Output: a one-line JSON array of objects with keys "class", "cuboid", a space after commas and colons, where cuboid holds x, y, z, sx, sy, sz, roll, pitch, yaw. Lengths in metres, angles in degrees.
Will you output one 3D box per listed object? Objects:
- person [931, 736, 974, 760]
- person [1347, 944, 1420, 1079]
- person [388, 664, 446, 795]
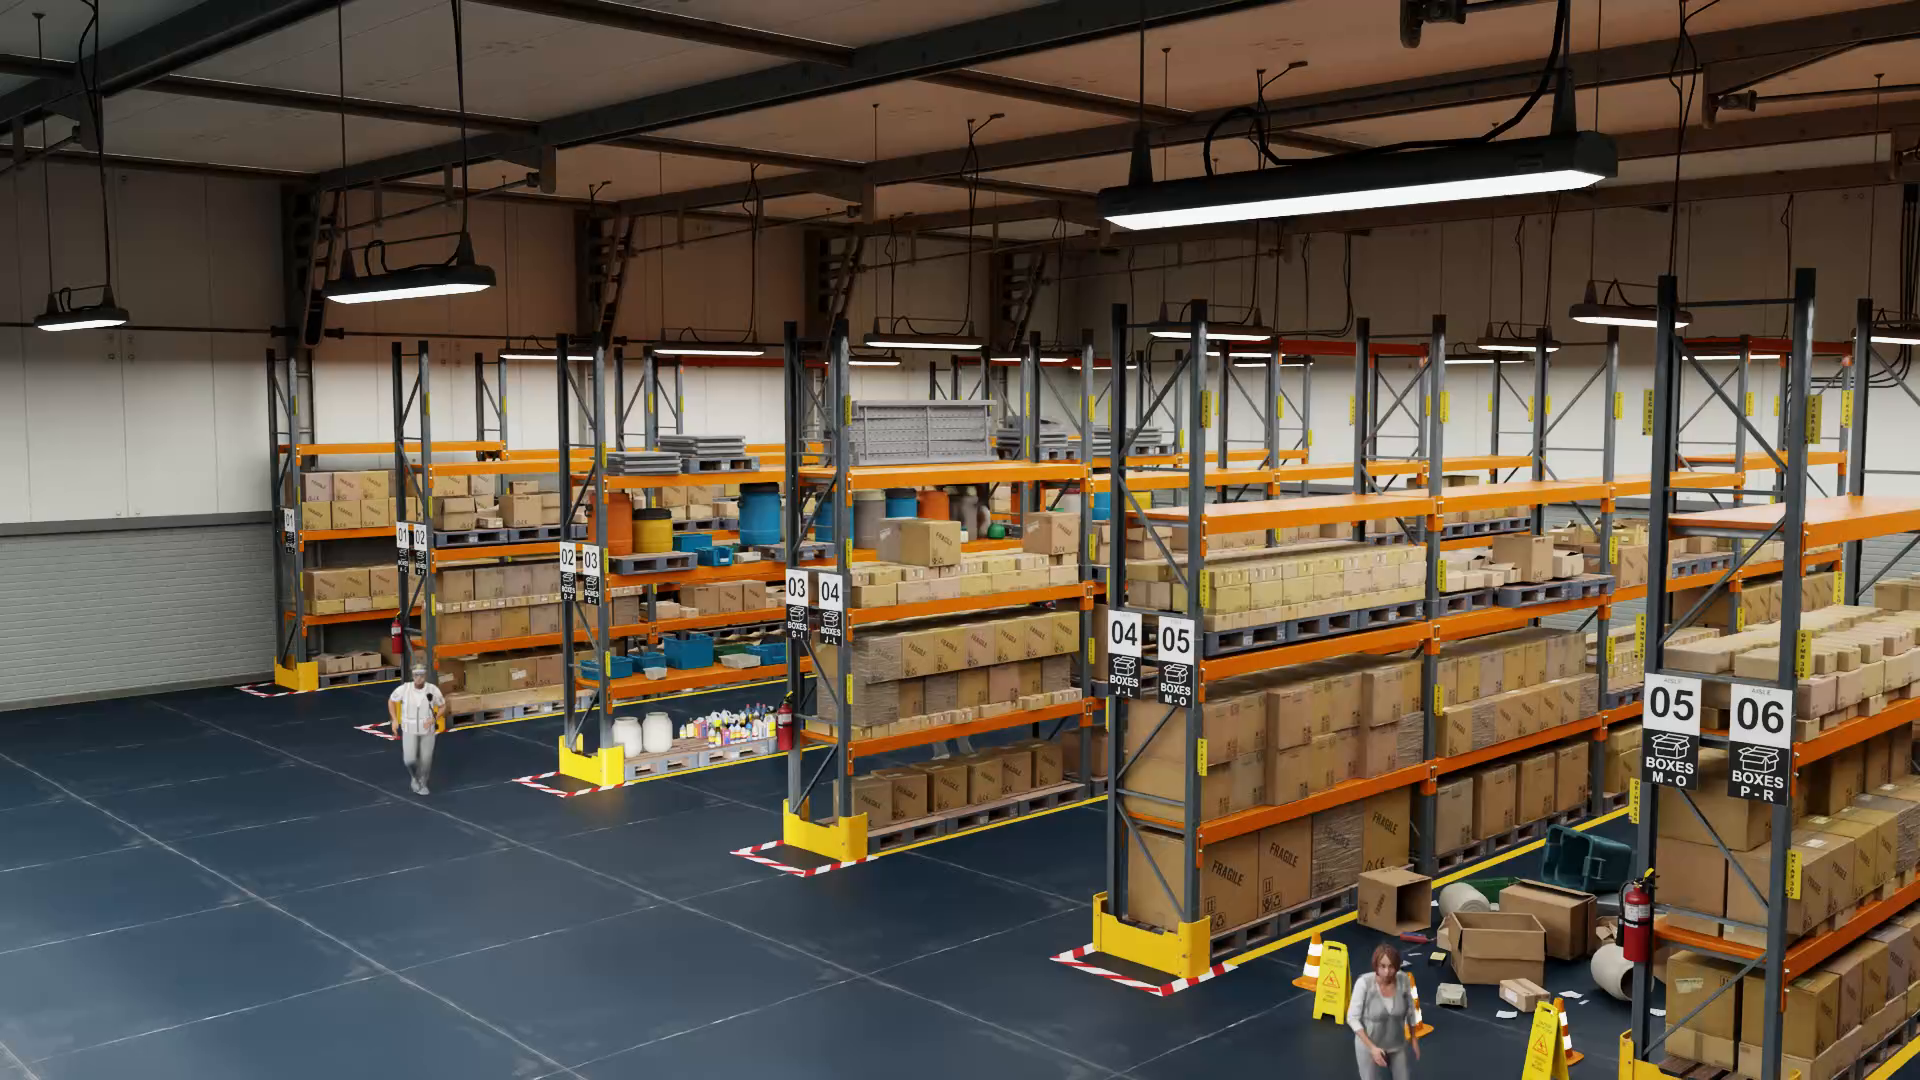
[{"class": "person", "cuboid": [-0.105, 2.351, 23.304, 0.752, 1.629, 0.534, -4, 6, -36]}, {"class": "person", "cuboid": [2.863, 3.433, 11.314, 0.522, 1.516, 0.700, 0, 5, -1]}, {"class": "person", "cuboid": [-7.003, 2.442, 21.461, 0.712, 1.733, 0.559, -1, 5, -14]}]
